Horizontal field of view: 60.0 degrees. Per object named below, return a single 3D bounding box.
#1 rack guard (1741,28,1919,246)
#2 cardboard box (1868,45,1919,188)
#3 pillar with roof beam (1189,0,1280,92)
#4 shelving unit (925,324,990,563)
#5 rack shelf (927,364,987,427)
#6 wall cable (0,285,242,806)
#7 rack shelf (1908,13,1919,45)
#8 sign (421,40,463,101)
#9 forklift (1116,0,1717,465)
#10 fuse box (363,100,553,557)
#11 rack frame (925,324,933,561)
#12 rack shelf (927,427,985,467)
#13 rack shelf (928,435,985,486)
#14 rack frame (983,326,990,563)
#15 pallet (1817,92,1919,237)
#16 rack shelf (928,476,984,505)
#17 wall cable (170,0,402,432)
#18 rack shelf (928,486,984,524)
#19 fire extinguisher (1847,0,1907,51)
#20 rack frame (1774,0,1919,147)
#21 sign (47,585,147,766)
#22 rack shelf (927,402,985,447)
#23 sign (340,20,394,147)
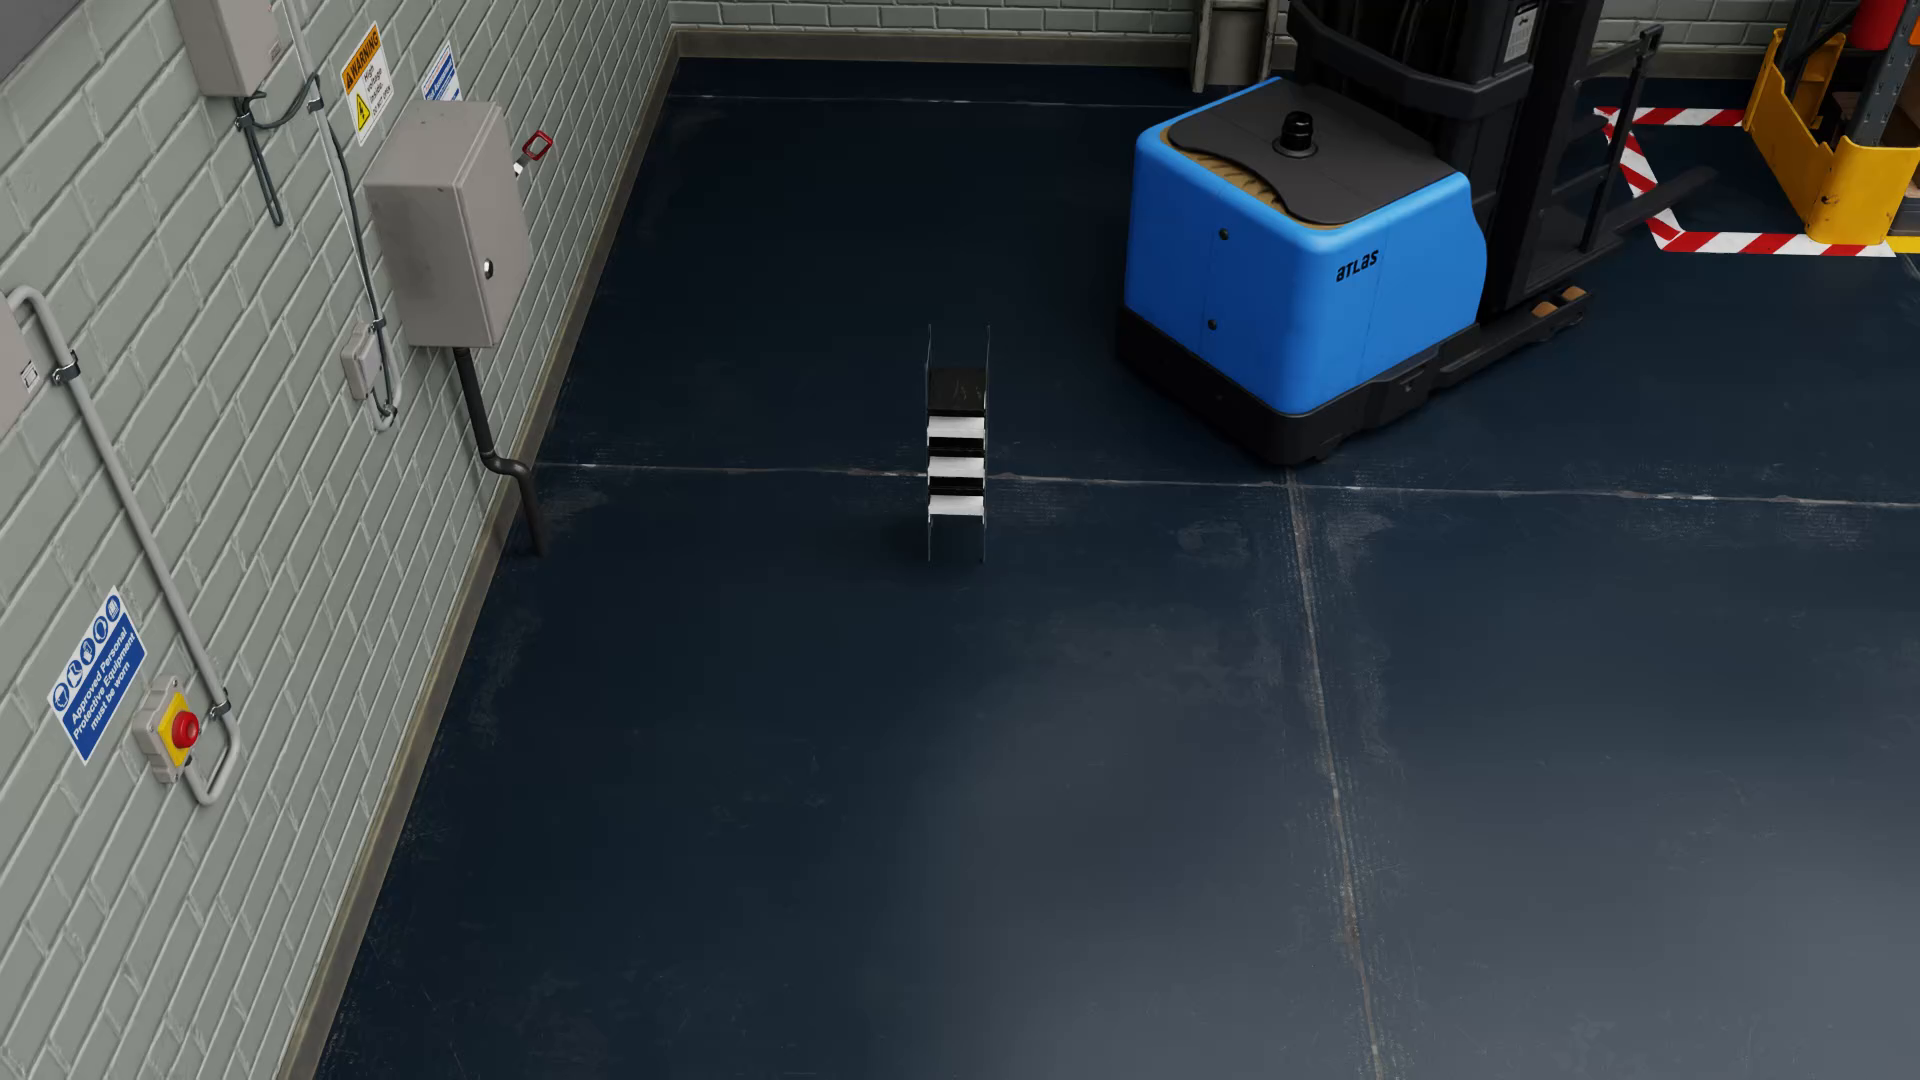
[{"bbox_3d":[4.160,-1.951,7.978,0.348,0.500,1.175,2,43,2],"label":"rack guard"},{"bbox_3d":[4.691,-2.025,7.747,0.637,0.503,0.797,0,43,0],"label":"cardboard box"},{"bbox_3d":[1.237,-2.829,2.684,0.400,9.000,9.100,2,43,2],"label":"pillar with roof beam"},{"bbox_3d":[-0.008,-0.330,5.944,0.210,0.900,0.258,2,43,2],"label":"shelving unit"},{"bbox_3d":[-0.008,-0.503,5.782,0.200,0.077,0.258,2,43,2],"label":"rack shelf"},{"bbox_3d":[-1.770,-0.029,3.312,0.123,1.953,0.585,2,43,2],"label":"wall cable"},{"bbox_3d":[6.082,-2.544,7.308,4.000,0.370,1.077,2,43,2],"label":"rack shelf"},{"bbox_3d":[-1.714,-1.379,5.600,0.001,0.494,0.329,2,43,2],"label":"sign"},{"bbox_3d":[2.137,-2.190,6.451,3.031,2.935,1.130,-27,49,-26],"label":"forklift"},{"bbox_3d":[-1.529,-0.600,5.639,0.414,1.711,0.539,2,43,2],"label":"fuse box"},{"bbox_3d":[-0.110,-0.333,5.947,0.006,0.900,0.240,2,43,2],"label":"rack frame"},{"bbox_3d":[-0.008,-0.371,5.905,0.200,0.077,0.258,2,43,2],"label":"rack shelf"},{"bbox_3d":[-0.008,-0.305,5.966,0.200,0.077,0.258,2,43,2],"label":"rack shelf"},{"bbox_3d":[0.093,-0.326,5.940,0.006,0.900,0.240,2,43,2],"label":"rack frame"},{"bbox_3d":[4.957,-1.822,8.051,1.213,0.211,1.003,2,43,2],"label":"pallet"},{"bbox_3d":[-0.008,-0.239,6.028,0.200,0.077,0.258,2,43,2],"label":"rack shelf"},{"bbox_3d":[-1.717,-0.983,4.360,0.122,1.984,0.588,2,43,2],"label":"wall cable"},{"bbox_3d":[-0.008,-0.173,6.089,0.200,0.077,0.258,2,43,2],"label":"rack shelf"},{"bbox_3d":[3.916,-2.393,6.949,0.183,0.674,0.296,2,43,2],"label":"fire extinguisher"},{"bbox_3d":[4.084,-2.868,7.128,0.127,3.000,1.000,2,43,2],"label":"rack frame"},{"bbox_3d":[-1.833,0.287,3.543,0.001,0.218,0.327,2,43,2],"label":"sign"},{"bbox_3d":[-0.008,-0.437,5.844,0.200,0.077,0.258,2,43,2],"label":"rack shelf"},{"bbox_3d":[-1.739,-1.342,4.884,0.001,0.242,0.339,2,43,2],"label":"sign"}]
